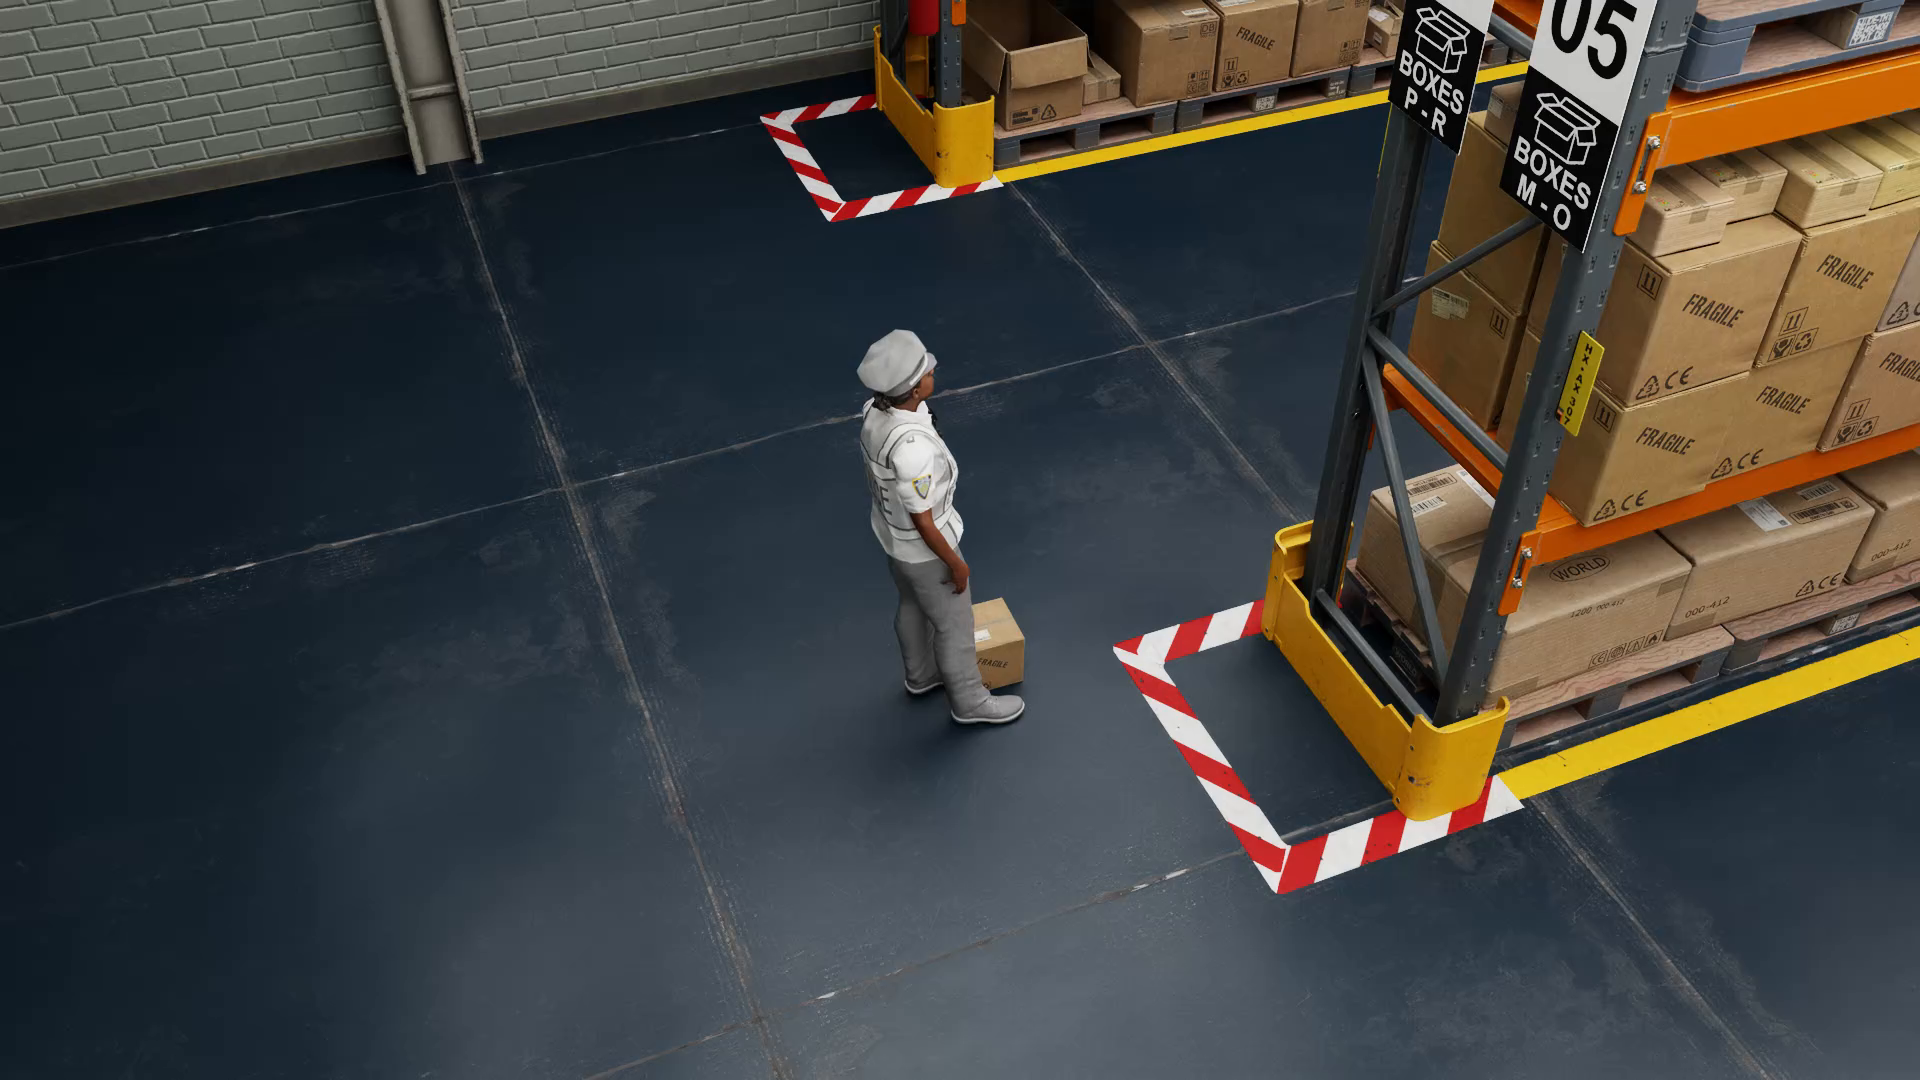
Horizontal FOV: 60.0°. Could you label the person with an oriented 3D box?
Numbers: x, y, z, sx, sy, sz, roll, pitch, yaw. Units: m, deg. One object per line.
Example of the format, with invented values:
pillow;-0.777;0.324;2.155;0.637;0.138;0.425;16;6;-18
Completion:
person;-0.077;-0.037;6.162;0.529;1.695;0.570;-15;44;-16
